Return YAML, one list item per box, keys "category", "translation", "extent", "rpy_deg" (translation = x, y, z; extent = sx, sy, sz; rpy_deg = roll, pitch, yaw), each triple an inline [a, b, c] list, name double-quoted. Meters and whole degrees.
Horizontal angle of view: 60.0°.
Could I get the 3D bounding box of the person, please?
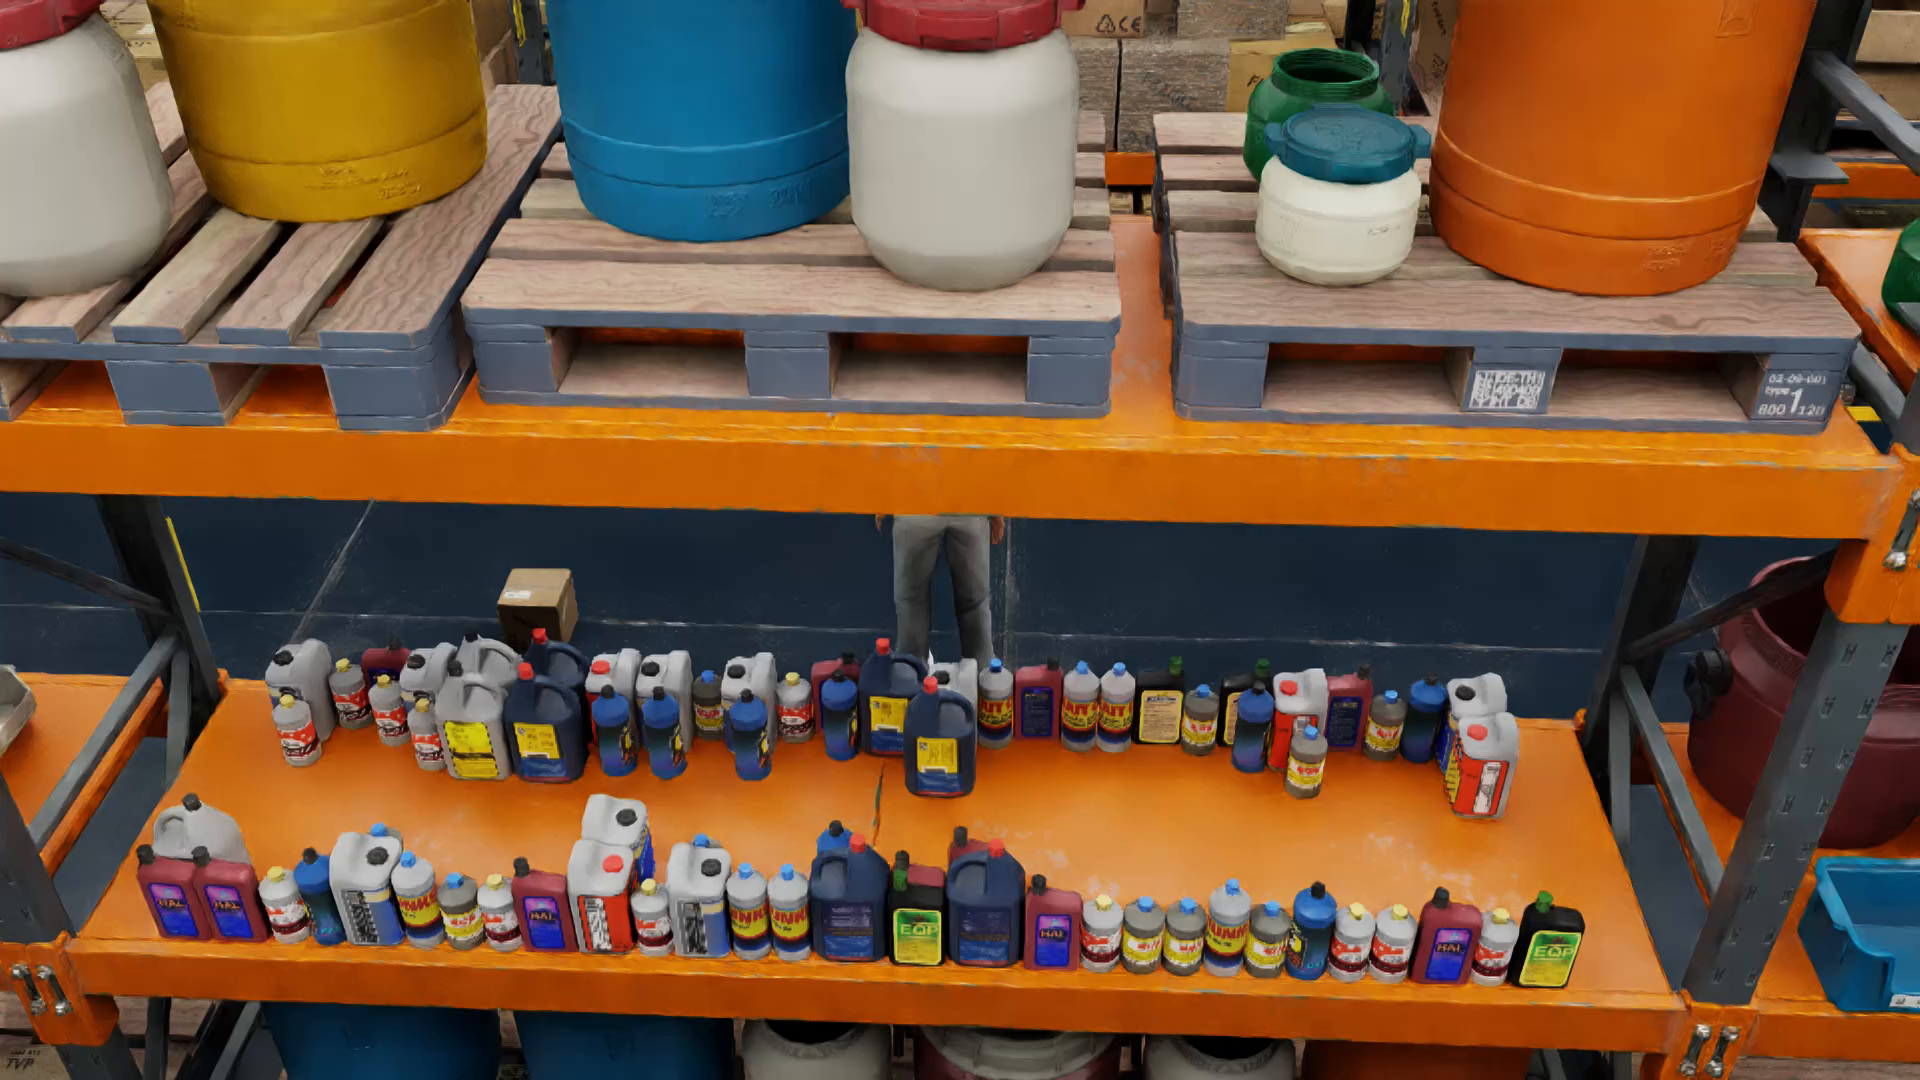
- category: "person"
  translation: [-0.063, -0.091, 6.238]
  extent: [0.496, 1.676, 0.370]
  rpy_deg: [-8, 37, -11]
